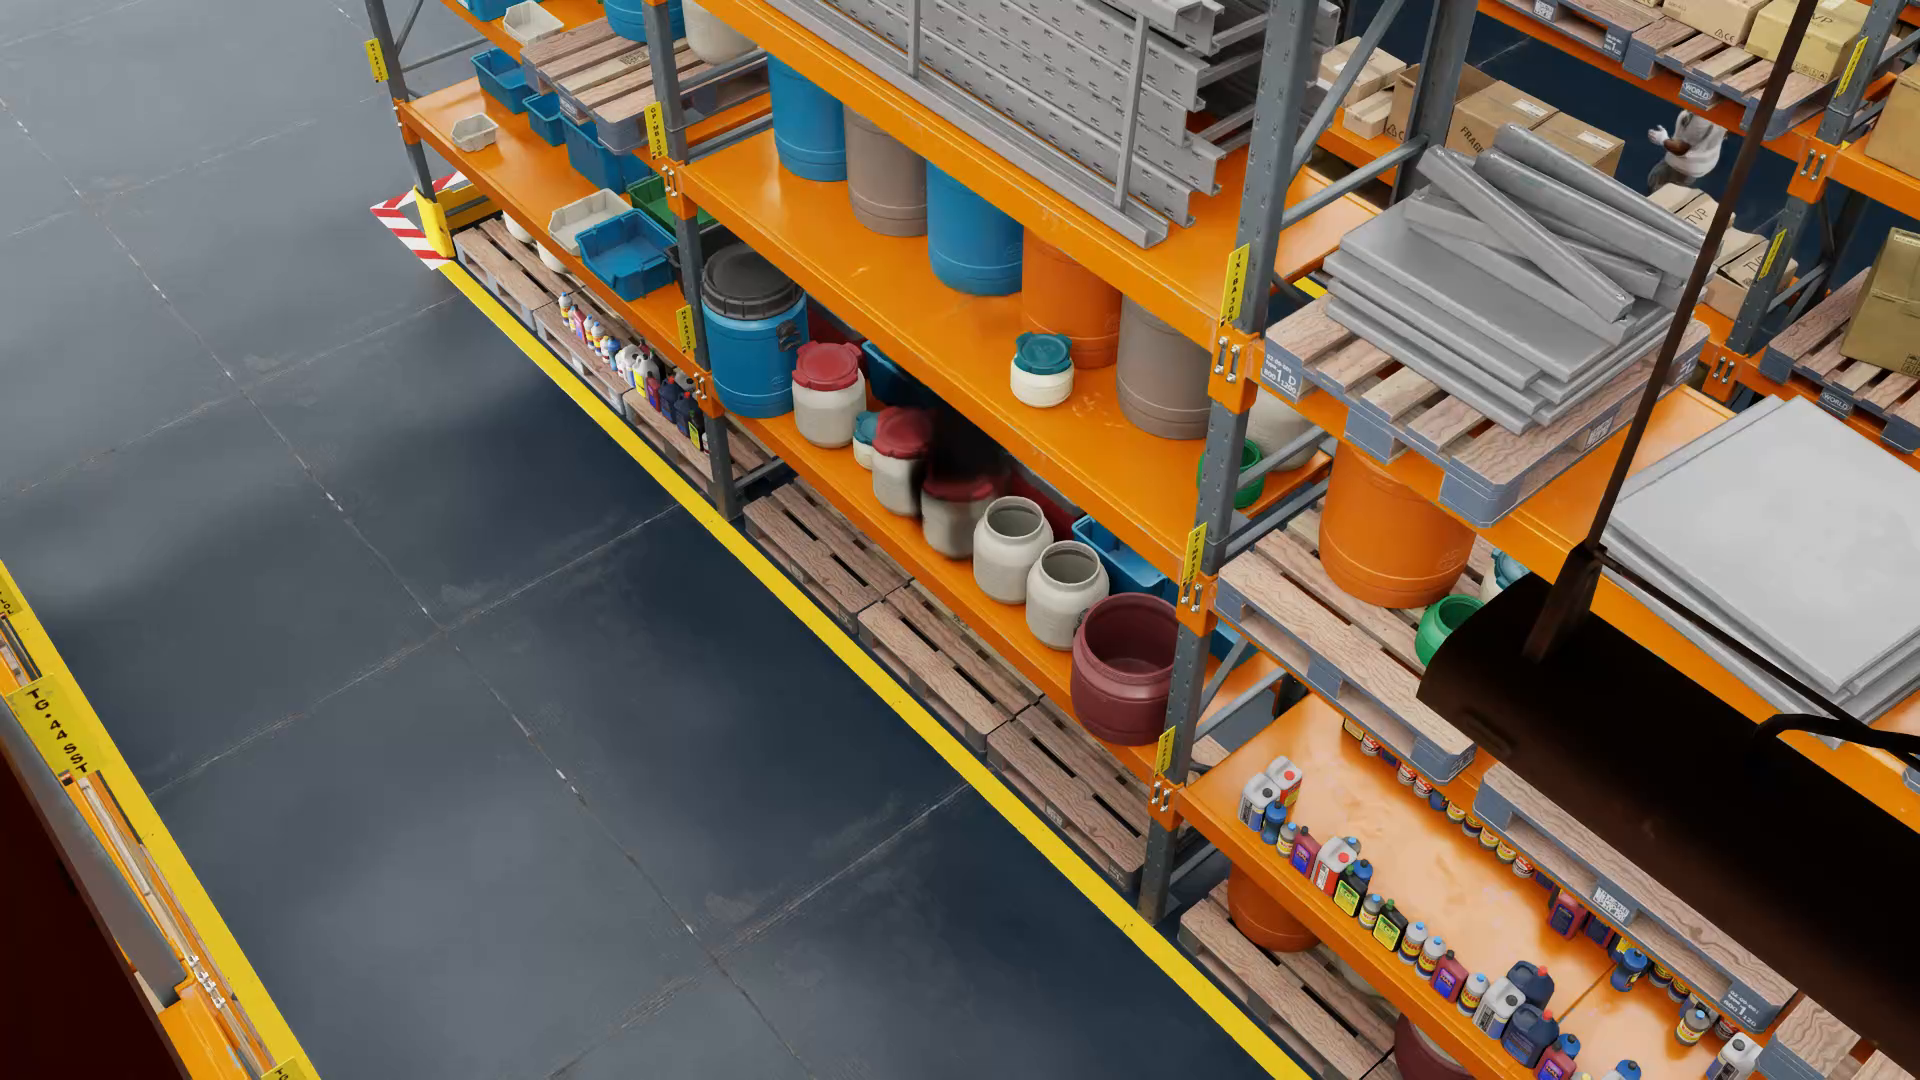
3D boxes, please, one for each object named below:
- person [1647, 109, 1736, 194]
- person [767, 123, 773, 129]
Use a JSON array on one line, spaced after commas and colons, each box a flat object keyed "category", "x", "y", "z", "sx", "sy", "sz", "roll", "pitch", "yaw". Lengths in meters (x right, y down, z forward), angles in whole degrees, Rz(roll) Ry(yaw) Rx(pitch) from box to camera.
[{"category": "person", "x": 5.459, "y": -2.883, "z": 12.525, "sx": 0.681, "sy": 1.740, "sz": 0.583, "roll": -35, "pitch": 56, "yaw": -29}, {"category": "person", "x": -1.224, "y": -3.045, "z": 12.758, "sx": 0.823, "sy": 1.613, "sz": 0.620, "roll": 30, "pitch": 54, "yaw": 26}]
